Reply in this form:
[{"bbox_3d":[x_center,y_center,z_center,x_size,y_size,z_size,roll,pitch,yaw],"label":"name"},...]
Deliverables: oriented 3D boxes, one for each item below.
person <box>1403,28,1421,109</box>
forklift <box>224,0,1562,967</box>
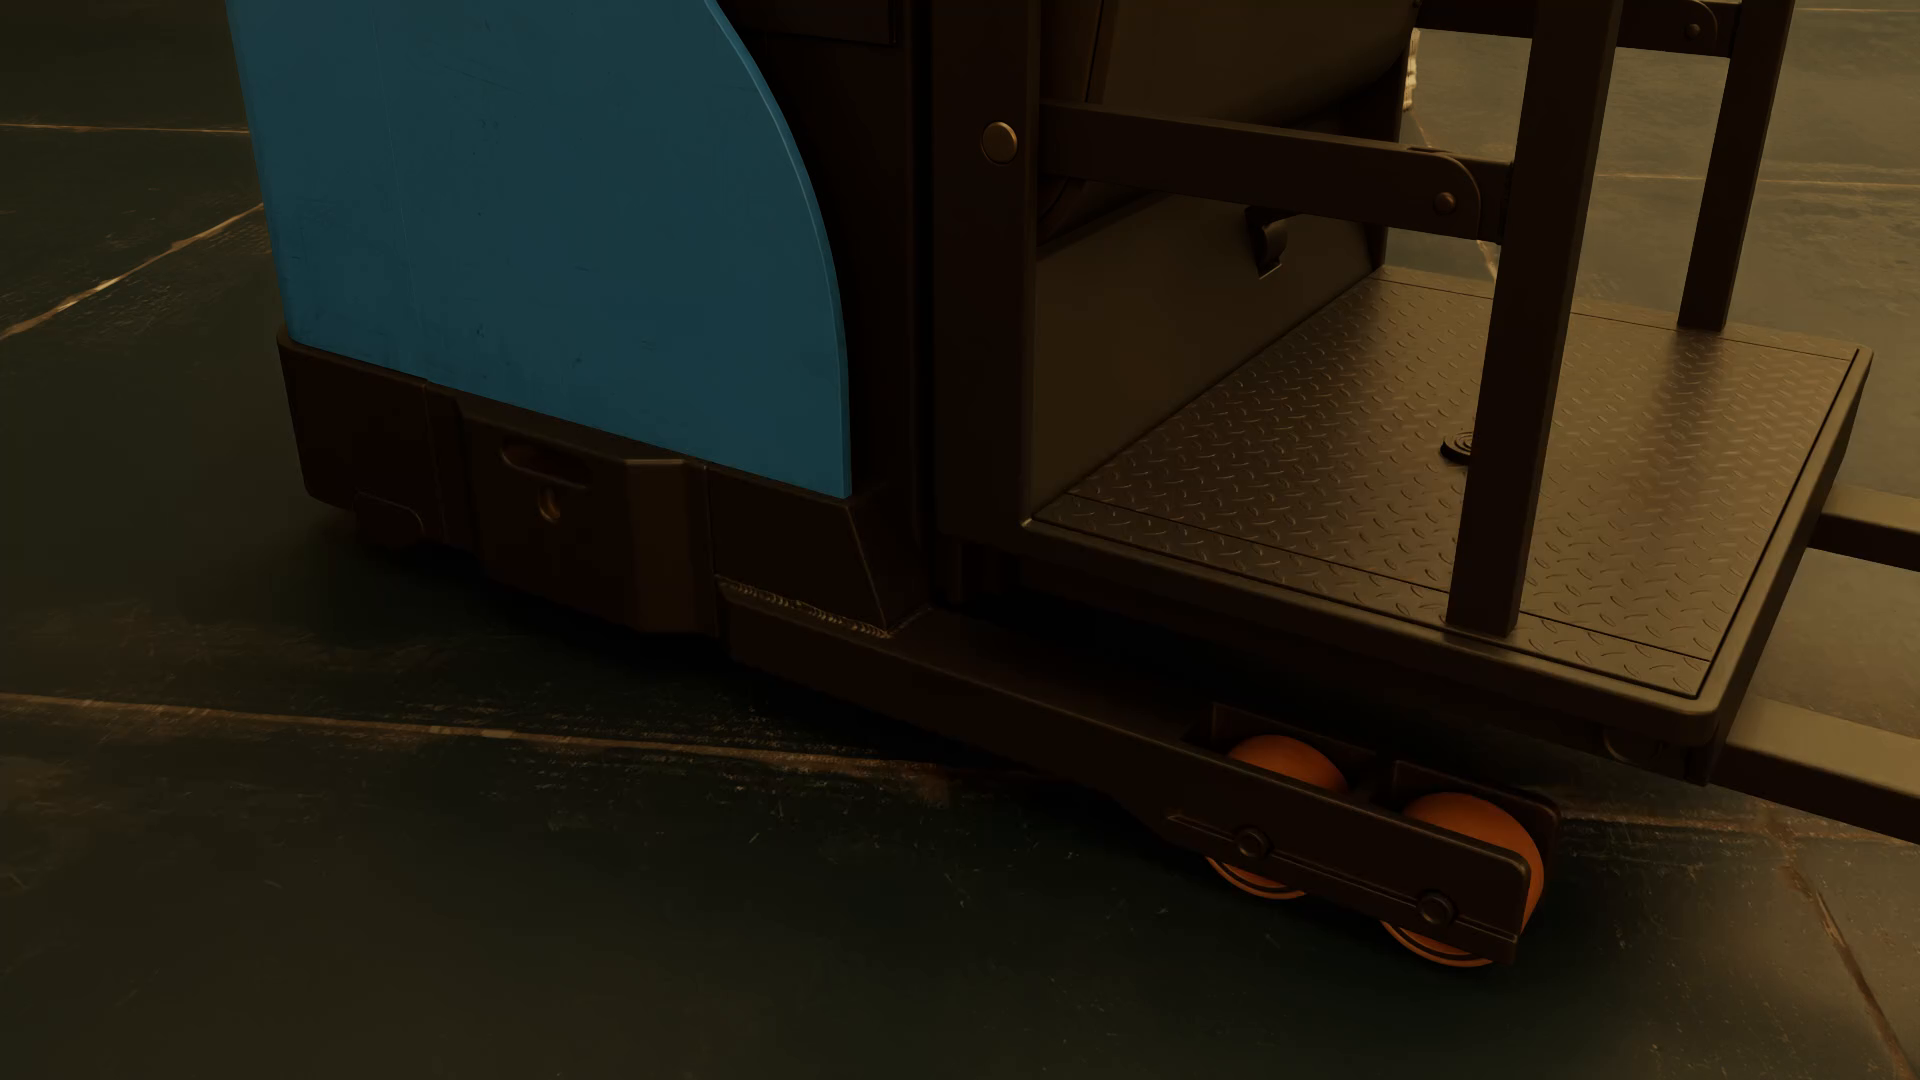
[{"bbox_3d":[1.248,-2.124,4.989,0.539,1.675,0.472,0,27,1],"label":"person"},{"bbox_3d":[0.066,-1.264,1.822,1.939,2.867,1.129,16,31,29],"label":"forklift"}]
